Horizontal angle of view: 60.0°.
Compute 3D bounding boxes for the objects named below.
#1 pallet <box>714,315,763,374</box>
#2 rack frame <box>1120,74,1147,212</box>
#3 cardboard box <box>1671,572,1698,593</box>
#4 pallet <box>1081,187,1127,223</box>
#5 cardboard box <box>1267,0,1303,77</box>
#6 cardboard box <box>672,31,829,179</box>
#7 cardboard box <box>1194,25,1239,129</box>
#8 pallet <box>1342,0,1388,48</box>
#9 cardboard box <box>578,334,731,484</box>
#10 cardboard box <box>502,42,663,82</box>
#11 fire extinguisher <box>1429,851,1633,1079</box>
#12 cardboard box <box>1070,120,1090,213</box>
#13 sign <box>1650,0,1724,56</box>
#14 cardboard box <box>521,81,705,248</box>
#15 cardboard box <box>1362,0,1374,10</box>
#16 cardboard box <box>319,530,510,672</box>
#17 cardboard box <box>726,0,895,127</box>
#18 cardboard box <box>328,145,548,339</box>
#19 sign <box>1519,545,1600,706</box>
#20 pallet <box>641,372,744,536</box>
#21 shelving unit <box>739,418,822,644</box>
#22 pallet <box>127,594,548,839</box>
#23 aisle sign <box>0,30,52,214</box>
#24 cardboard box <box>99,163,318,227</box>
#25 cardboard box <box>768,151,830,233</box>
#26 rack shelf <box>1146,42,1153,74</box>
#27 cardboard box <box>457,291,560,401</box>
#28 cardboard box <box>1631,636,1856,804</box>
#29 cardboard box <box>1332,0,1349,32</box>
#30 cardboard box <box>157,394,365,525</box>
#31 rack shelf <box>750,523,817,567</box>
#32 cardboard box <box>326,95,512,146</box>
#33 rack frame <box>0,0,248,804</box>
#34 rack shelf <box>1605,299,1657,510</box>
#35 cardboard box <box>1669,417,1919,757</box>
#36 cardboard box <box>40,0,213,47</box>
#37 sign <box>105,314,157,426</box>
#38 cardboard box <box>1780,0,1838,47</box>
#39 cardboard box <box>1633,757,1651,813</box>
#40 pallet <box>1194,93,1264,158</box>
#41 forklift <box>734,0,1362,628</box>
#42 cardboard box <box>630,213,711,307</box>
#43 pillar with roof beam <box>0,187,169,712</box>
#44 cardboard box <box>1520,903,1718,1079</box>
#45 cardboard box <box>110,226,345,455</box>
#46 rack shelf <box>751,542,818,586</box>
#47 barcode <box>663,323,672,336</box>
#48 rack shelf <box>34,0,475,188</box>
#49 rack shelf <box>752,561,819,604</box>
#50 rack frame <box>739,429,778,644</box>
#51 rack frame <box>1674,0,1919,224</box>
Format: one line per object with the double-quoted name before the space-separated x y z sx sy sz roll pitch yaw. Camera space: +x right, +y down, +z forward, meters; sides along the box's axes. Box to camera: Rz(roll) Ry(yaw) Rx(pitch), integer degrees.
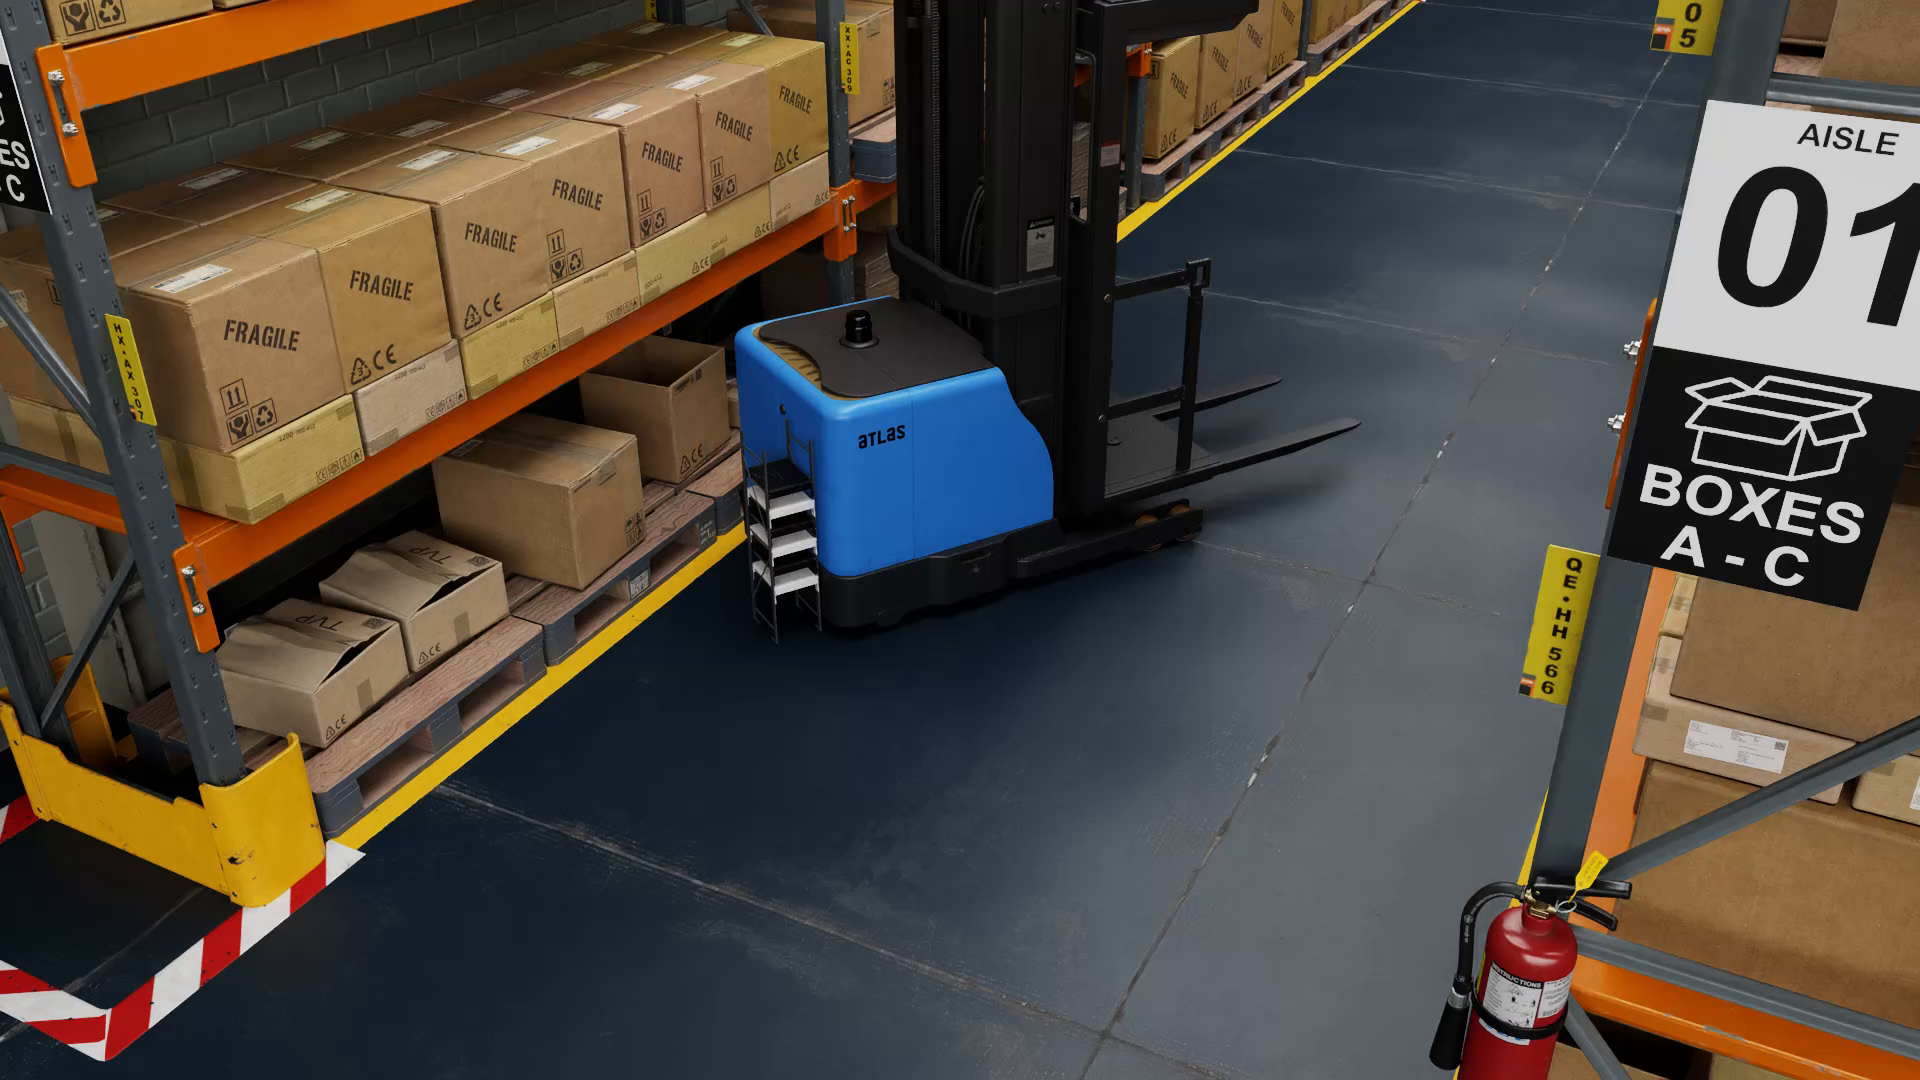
"pallet" -0.654 -1.137 9.517 1.003 0.211 1.213 14 33 23
"rack frame" 0.815 -3.774 11.309 1.000 3.000 0.127 14 33 23
"cardboard box" 1.821 0.128 3.763 0.380 0.149 0.250 14 33 23
"pallet" 0.457 -2.218 11.401 1.003 0.211 1.213 14 33 23
"cardboard box" 2.456 -4.479 14.275 0.750 0.750 0.750 15 33 24
"cardboard box" -0.948 -1.989 7.580 0.500 0.500 0.500 14 33 23
"cardboard box" 1.671 -3.707 12.929 0.750 0.750 0.750 14 33 23
"pallet" 3.608 -5.200 16.593 1.003 0.211 1.213 14 33 23
"cardboard box" -1.445 -0.638 7.917 0.500 0.500 0.500 12 32 20
"cardboard box" -1.647 -1.880 7.389 0.500 0.500 0.500 14 33 23
"fire extinguisher" 1.114 0.876 3.291 0.296 0.674 0.183 14 33 23
"cardboard box" 0.533 -2.549 11.246 0.700 0.500 0.500 15 33 24
"sign" 1.105 -0.885 2.456 0.100 0.325 0.005 14 33 23
"cardboard box" -1.409 -1.546 6.808 0.500 0.500 0.500 13 32 22
"cardboard box" 3.773 -5.640 16.648 0.700 0.500 0.500 13 32 22
"cardboard box" -2.175 0.209 6.632 0.500 0.311 0.500 17 34 27
"cardboard box" -0.745 -2.452 8.466 0.700 0.500 0.500 14 33 23
"cardboard box" -1.870 -1.084 6.003 0.500 0.500 0.500 13 32 22
"sign" 1.105 0.161 3.057 0.100 0.325 0.005 14 33 23
"pallet" -1.282 -0.485 8.383 1.003 0.211 1.213 14 33 23
"shelving unit" -0.741 -0.031 6.900 0.210 0.900 0.258 -16 34 -26
"pallet" -2.394 0.596 6.499 1.003 0.211 1.213 14 33 23
"aisle sign" -2.595 -1.254 4.312 0.394 0.787 0.004 14 33 23
"cardboard box" -2.566 -0.974 5.811 0.500 0.500 0.500 15 33 24
"cardboard box" -0.953 -1.665 7.768 0.500 0.250 0.500 14 33 23
"rack shelf" 1.726 -4.348 13.032 1.077 0.370 4.000 14 33 23
"cardboard box" -1.864 -0.773 6.214 0.500 0.250 0.500 14 33 23
"cardboard box" 1.586 0.358 3.363 0.380 0.149 0.250 14 33 22
"cardboard box" 3.301 -5.175 15.838 0.700 0.500 0.500 14 33 23
"cardboard box" -2.325 -0.315 5.417 0.500 0.250 0.500 13 32 22
"rack shelf" -0.741 -0.002 6.916 0.200 0.077 0.258 -16 34 -26
"cardboard box" -2.105 -1.427 6.601 0.500 0.500 0.500 15 33 24
"rack frame" -2.830 -0.227 5.133 1.000 3.000 0.127 14 33 23
"rack shelf" 2.493 -0.980 4.155 1.077 0.370 4.000 14 33 23
"cardboard box" 1.830 0.062 3.227 0.700 0.500 0.500 14 33 23
"cardboard box" -2.455 -1.671 4.516 0.500 0.500 0.500 15 33 25
"sign" -2.347 -0.479 4.703 0.100 0.325 0.005 14 33 23
"cardboard box" 1.872 -1.154 3.323 0.500 0.250 0.500 14 33 23
"cardboard box" 2.041 0.414 3.917 0.700 0.500 0.500 15 33 25
"pallet" 1.798 -3.436 13.521 1.003 0.211 1.213 14 33 23
"forklift" 0.539 -1.428 7.294 3.031 2.935 1.130 -16 34 -26
"cardboard box" -1.403 -1.220 6.992 0.500 0.250 0.500 14 33 23
"pillar with roof beam" 0.552 -2.359 2.821 9.100 9.000 0.400 14 33 23
"cardboard box" 1.561 1.275 4.104 0.500 0.500 0.500 14 33 23
"cardboard box" -2.345 -0.639 5.229 0.500 0.500 0.500 14 33 23
"rack shelf" -0.741 0.076 6.961 0.200 0.077 0.258 -16 34 -26
"barcode" -1.467 -1.061 8.332 0.001 0.075 0.075 14 33 23
"rack shelf" -1.919 -2.102 6.109 1.077 0.370 4.000 14 33 23
"rack shelf" -0.741 0.154 7.006 0.200 0.077 0.258 -16 34 -26
"rack frame" -0.828 -0.005 6.855 0.006 0.900 0.240 -16 34 -26
"rack frame" 1.582 -1.706 1.685 1.000 3.000 0.127 14 33 23
